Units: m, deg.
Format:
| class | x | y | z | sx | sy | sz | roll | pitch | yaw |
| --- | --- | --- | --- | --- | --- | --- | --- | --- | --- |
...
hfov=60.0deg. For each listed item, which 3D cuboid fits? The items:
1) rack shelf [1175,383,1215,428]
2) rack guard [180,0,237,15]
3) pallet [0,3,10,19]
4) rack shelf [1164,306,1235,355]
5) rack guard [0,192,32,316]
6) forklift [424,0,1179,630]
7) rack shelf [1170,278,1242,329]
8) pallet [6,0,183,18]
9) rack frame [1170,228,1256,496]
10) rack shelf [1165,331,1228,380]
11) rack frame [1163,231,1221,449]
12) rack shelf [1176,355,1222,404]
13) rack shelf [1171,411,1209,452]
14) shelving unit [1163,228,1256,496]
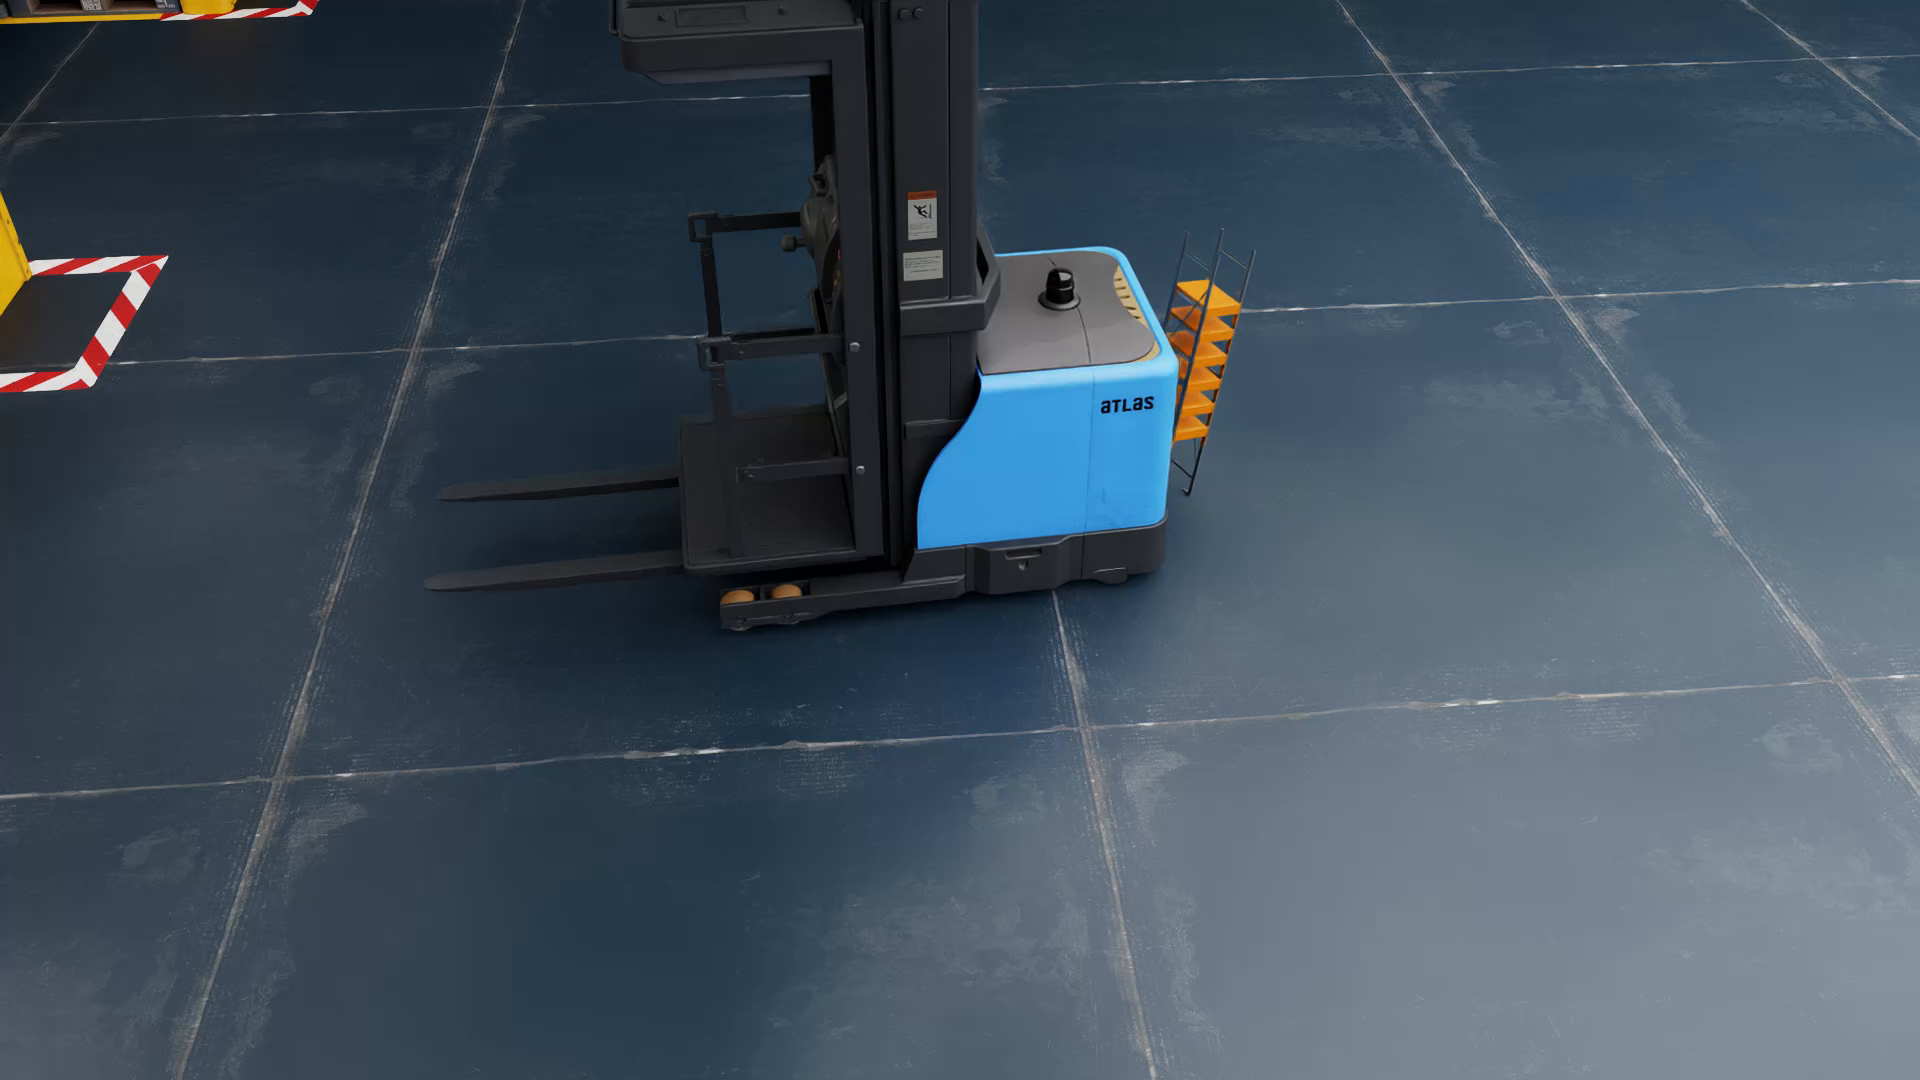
| class | x | y | z | sx | sy | sz | roll | pitch | yaw |
| --- | --- | --- | --- | --- | --- | --- | --- | --- | --- |
| rack shelf | 0.967 | -0.607 | 7.300 | 0.180 | 0.103 | 0.258 | -11 | 39 | -28 |
| rack guard | -5.540 | -4.380 | 12.397 | 0.348 | 0.500 | 1.175 | -3 | 38 | -4 |
| pallet | -7.534 | -4.132 | 12.317 | 1.213 | 0.211 | 1.003 | -3 | 38 | -4 |
| rack shelf | 1.019 | -0.904 | 7.103 | 0.180 | 0.103 | 0.258 | -11 | 39 | -28 |
| rack guard | -5.196 | -1.312 | 8.509 | 0.348 | 0.500 | 1.175 | -3 | 38 | -4 |
| forklift | -0.701 | -1.136 | 6.323 | 3.031 | 2.935 | 1.130 | -6 | 39 | -7 |
| rack shelf | 1.037 | -1.002 | 7.037 | 0.180 | 0.103 | 0.258 | -11 | 39 | -28 |
| pallet | -6.322 | -4.197 | 12.399 | 1.213 | 0.211 | 1.003 | -3 | 38 | -4 |
| rack frame | 1.070 | -0.757 | 7.253 | 0.006 | 1.200 | 0.240 | -11 | 39 | -28 |
| rack shelf | 1.002 | -0.805 | 7.168 | 0.180 | 0.103 | 0.258 | -11 | 39 | -28 |
| rack frame | 0.912 | -0.728 | 7.166 | 0.006 | 1.200 | 0.240 | -11 | 39 | -28 |
| rack shelf | 0.984 | -0.706 | 7.234 | 0.180 | 0.103 | 0.258 | -11 | 39 | -28 |
| rack shelf | 0.949 | -0.508 | 7.366 | 0.180 | 0.103 | 0.258 | -11 | 39 | -28 |
| shelving unit | 0.991 | -0.742 | 7.210 | 0.189 | 1.200 | 0.258 | -11 | 39 | -28 |
